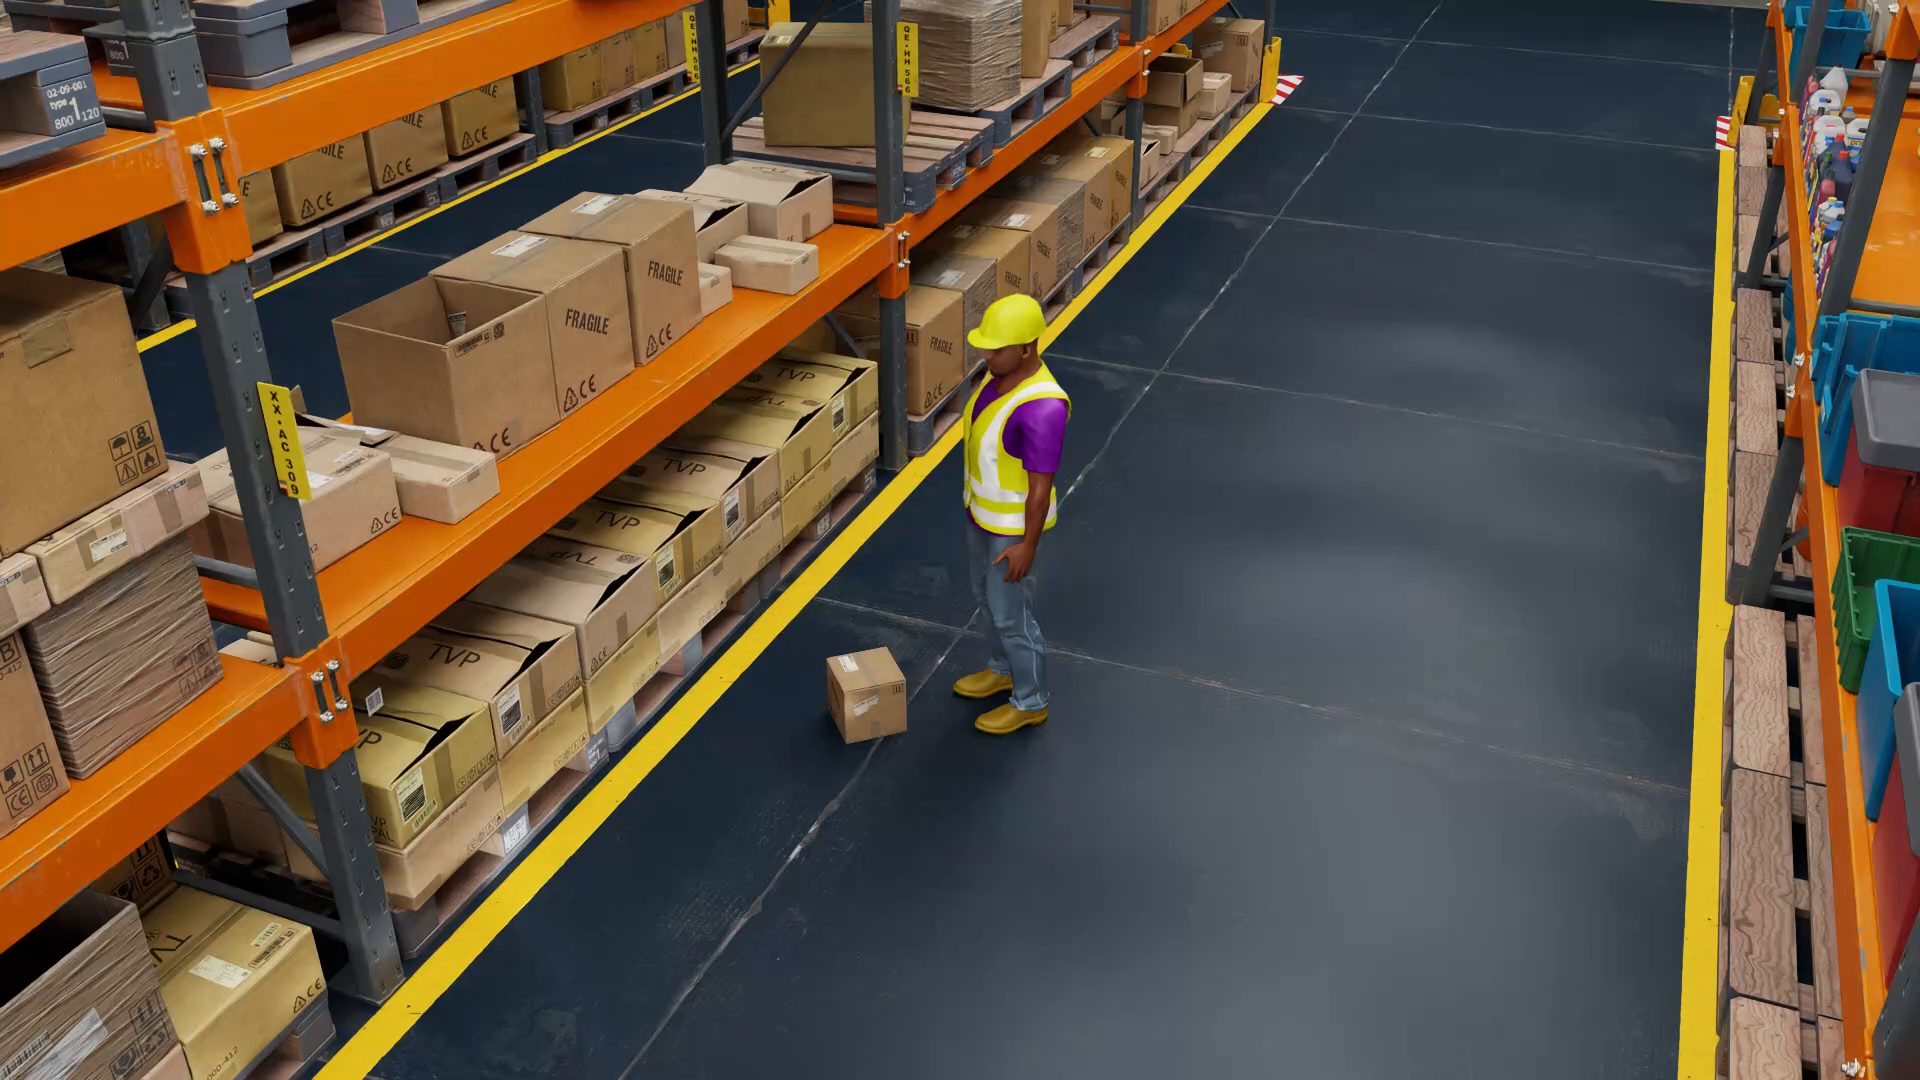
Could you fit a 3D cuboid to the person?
[{"bbox_3d":[0.122,0.088,6.318,0.760,1.403,0.631,-10,31,-17],"label":"person"}]
